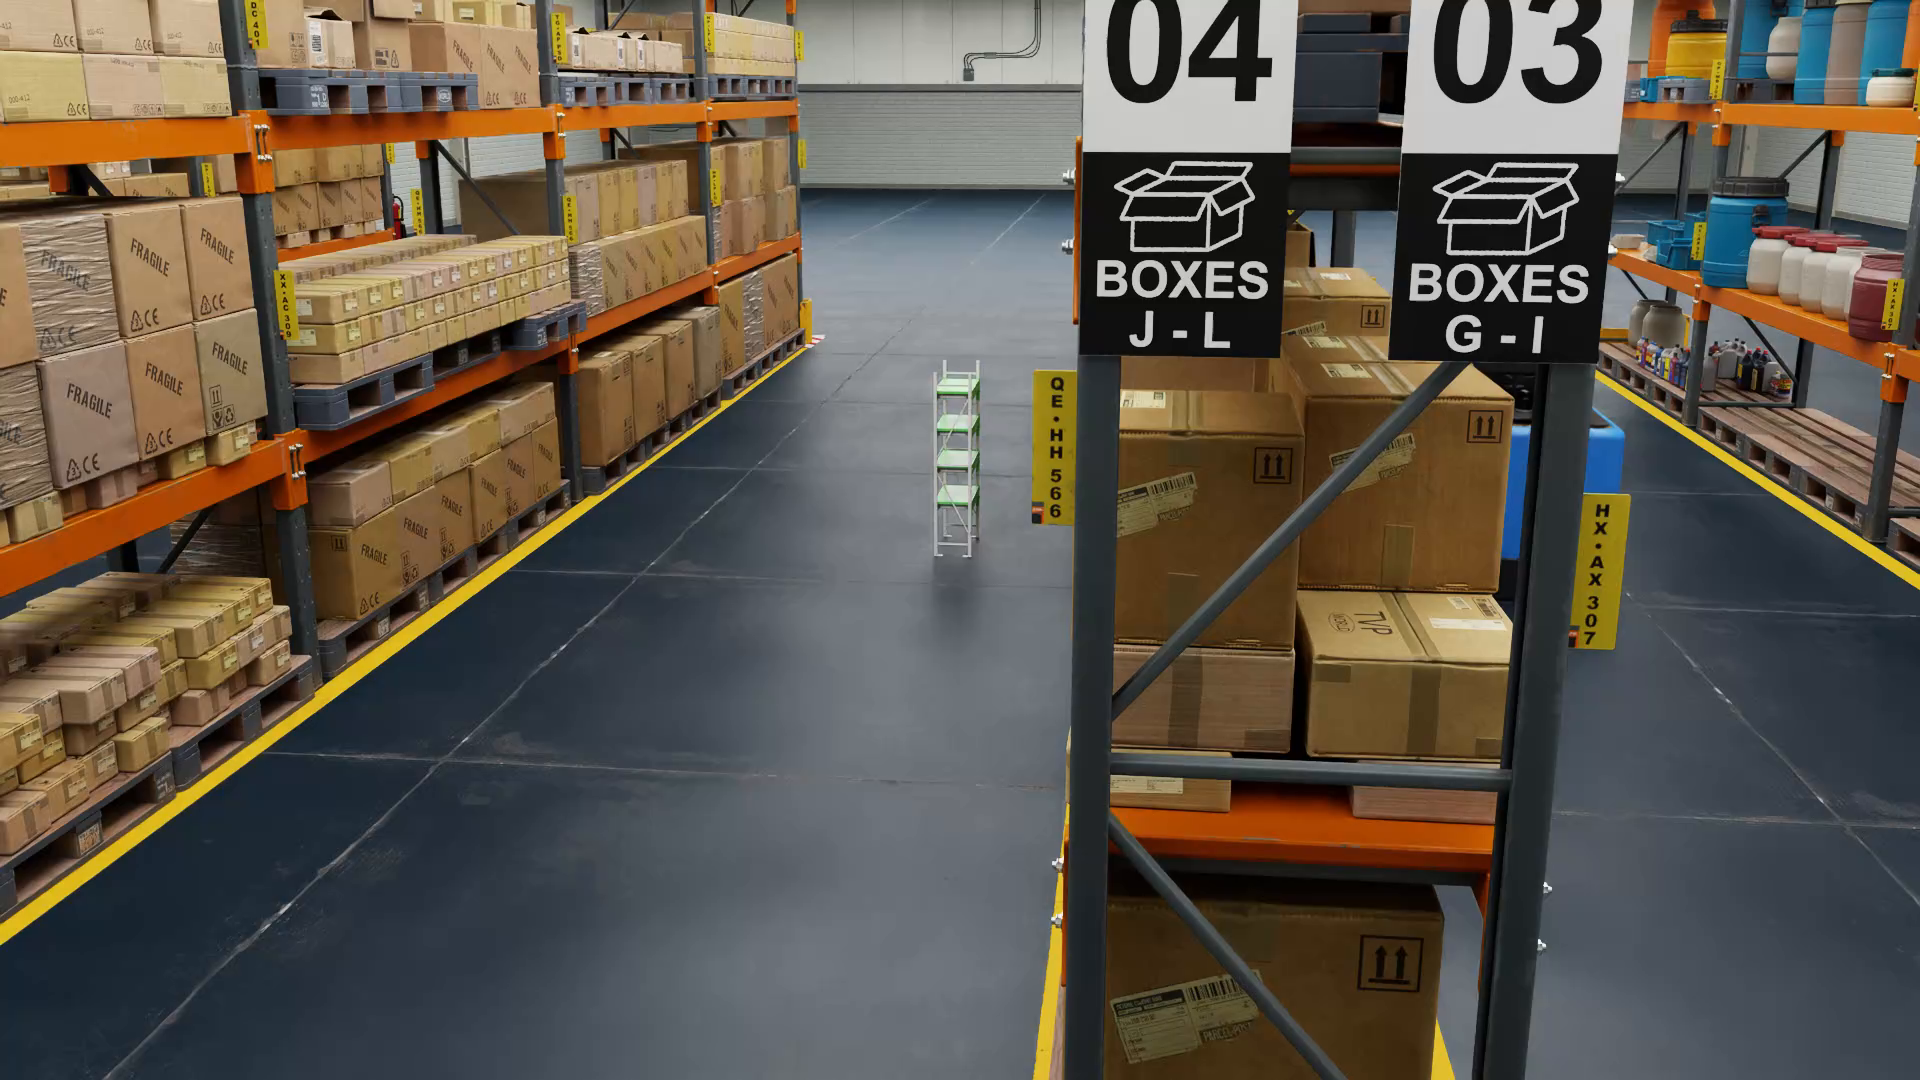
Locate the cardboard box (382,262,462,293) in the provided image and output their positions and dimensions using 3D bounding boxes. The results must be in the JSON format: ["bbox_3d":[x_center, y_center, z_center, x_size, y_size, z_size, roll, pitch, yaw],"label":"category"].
[{"bbox_3d":[-3.081,-1.499,9.496,0.380,0.149,0.250,2,15,8],"label":"cardboard box"}]

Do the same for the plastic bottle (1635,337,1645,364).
[{"bbox_3d":[6.950,-1.935,16.954,0.097,0.271,0.097,0,15,0],"label":"plastic bottle"}]

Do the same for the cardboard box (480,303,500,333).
[{"bbox_3d":[-3.025,-1.351,10.089,0.380,0.149,0.250,2,15,8],"label":"cardboard box"}]

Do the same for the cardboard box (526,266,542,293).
[{"bbox_3d":[-2.935,-1.690,10.771,0.380,0.149,0.250,2,15,8],"label":"cardboard box"}]

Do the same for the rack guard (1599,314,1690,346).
[{"bbox_3d":[7.503,-2.273,18.609,1.175,0.500,0.348,2,15,6],"label":"rack guard"}]

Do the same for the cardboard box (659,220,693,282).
[{"bbox_3d":[-2.675,-2.555,14.674,0.500,0.500,0.500,2,15,6],"label":"cardboard box"}]

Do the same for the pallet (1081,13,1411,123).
[{"bbox_3d":[0.811,-1.094,3.886,1.003,0.211,1.213,2,15,6],"label":"pallet"}]

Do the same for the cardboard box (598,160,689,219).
[{"bbox_3d":[-2.875,-3.183,15.080,0.700,0.500,0.500,1,15,5],"label":"cardboard box"}]

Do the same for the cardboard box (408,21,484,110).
[{"bbox_3d":[-3.192,-2.825,9.924,0.500,0.500,0.500,2,15,6],"label":"cardboard box"}]

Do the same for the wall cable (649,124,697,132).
[{"bbox_3d":[-8.178,-13.832,51.026,3.097,2.526,0.112,2,15,6],"label":"wall cable"}]

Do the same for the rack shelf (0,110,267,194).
[{"bbox_3d":[-3.953,-1.288,5.812,1.077,0.370,4.000,2,15,6],"label":"rack shelf"}]

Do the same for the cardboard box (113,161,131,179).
[{"bbox_3d":[-7.647,-3.303,14.822,0.380,0.149,0.250,1,15,5],"label":"cardboard box"}]

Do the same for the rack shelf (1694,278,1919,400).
[{"bbox_3d":[6.788,-1.597,12.700,1.077,0.370,4.000,2,15,6],"label":"rack shelf"}]

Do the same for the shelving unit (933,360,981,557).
[{"bbox_3d":[-0.019,-0.536,10.847,0.258,1.200,0.503,2,15,6],"label":"shelving unit"}]

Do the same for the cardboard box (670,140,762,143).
[{"bbox_3d":[-2.623,-4.031,17.965,0.875,0.550,0.550,2,15,6],"label":"cardboard box"}]

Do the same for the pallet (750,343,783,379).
[{"bbox_3d":[-2.526,-1.947,17.959,1.003,0.211,1.213,2,15,6],"label":"pallet"}]

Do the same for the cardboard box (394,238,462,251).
[{"bbox_3d":[-3.549,-1.928,11.084,0.380,0.149,0.250,1,15,5],"label":"cardboard box"}]

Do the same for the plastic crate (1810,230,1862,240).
[{"bbox_3d":[7.263,-2.359,14.018,0.402,0.464,0.583,2,15,6],"label":"plastic crate"}]

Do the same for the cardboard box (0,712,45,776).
[{"bbox_3d":[-3.653,0.750,6.161,0.380,0.149,0.250,2,15,7],"label":"cardboard box"}]

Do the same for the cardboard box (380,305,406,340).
[{"bbox_3d":[-3.170,-1.154,8.791,0.380,0.149,0.250,2,15,8],"label":"cardboard box"}]

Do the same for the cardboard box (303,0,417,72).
[{"bbox_3d":[-3.423,-2.804,9.035,0.797,0.503,0.637,1,15,6],"label":"cardboard box"}]

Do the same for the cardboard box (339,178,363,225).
[{"bbox_3d":[-7.152,-3.851,18.897,0.500,0.500,0.500,2,15,6],"label":"cardboard box"}]

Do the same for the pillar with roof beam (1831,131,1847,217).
[{"bbox_3d":[16.520,-12.249,39.222,9.100,9.000,0.400,2,15,6],"label":"pillar with roof beam"}]

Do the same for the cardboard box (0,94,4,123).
[{"bbox_3d":[-3.696,-1.557,5.716,0.500,0.250,0.500,2,15,6],"label":"cardboard box"}]

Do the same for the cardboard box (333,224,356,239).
[{"bbox_3d":[-7.101,-3.511,18.882,0.380,0.149,0.250,2,15,7],"label":"cardboard box"}]

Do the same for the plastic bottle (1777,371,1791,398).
[{"bbox_3d":[7.485,-1.428,15.081,0.097,0.271,0.097,0,15,0],"label":"plastic bottle"}]

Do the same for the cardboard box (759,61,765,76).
[{"bbox_3d":[-2.247,-4.905,17.292,0.380,0.149,0.250,2,15,7],"label":"cardboard box"}]

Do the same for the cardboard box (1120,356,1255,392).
[{"bbox_3d":[0.764,-0.588,5.871,0.500,0.500,0.500,1,15,4],"label":"cardboard box"}]

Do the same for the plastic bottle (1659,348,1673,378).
[{"bbox_3d":[6.880,-1.712,16.121,0.152,0.276,0.135,2,15,7],"label":"plastic bottle"}]

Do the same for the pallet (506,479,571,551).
[{"bbox_3d":[-3.366,-0.195,11.479,1.003,0.211,1.213,2,15,6],"label":"pallet"}]

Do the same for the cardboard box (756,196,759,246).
[{"bbox_3d":[-2.617,-3.370,17.591,0.875,0.550,0.500,2,15,6],"label":"cardboard box"}]

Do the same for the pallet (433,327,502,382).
[{"bbox_3d":[-3.459,-1.136,9.986,1.003,0.211,1.213,2,15,6],"label":"pallet"}]

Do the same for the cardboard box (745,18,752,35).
[{"bbox_3d":[-2.304,-5.158,16.703,0.380,0.149,0.250,2,15,6],"label":"cardboard box"}]

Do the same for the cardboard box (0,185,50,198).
[{"bbox_3d":[-7.820,-2.641,13.617,0.500,0.500,0.500,2,15,7],"label":"cardboard box"}]

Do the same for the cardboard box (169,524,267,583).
[{"bbox_3d":[-3.894,0.098,9.036,0.500,0.500,0.500,1,15,5],"label":"cardboard box"}]

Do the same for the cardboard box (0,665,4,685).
[{"bbox_3d":[-4.107,0.605,6.695,0.380,0.149,0.250,1,15,4],"label":"cardboard box"}]

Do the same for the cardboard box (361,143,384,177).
[{"bbox_3d":[-7.144,-4.474,19.284,0.700,0.500,0.500,1,15,5],"label":"cardboard box"}]

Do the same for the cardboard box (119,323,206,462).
[{"bbox_3d":[-3.561,-0.630,6.983,0.500,0.500,0.500,1,15,5],"label":"cardboard box"}]

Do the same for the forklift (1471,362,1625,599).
[{"bbox_3d":[3.445,-1.392,10.694,1.130,2.935,3.031,2,15,8],"label":"forklift"}]

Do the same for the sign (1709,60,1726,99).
[{"bbox_3d":[6.468,-3.934,14.202,0.100,0.325,0.005,2,15,6],"label":"sign"}]

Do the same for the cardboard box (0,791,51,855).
[{"bbox_3d":[-3.646,1.049,6.193,0.380,0.149,0.250,1,15,4],"label":"cardboard box"}]

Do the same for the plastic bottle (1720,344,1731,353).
[{"bbox_3d":[7.622,-1.808,16.478,0.152,0.276,0.135,1,15,5],"label":"plastic bottle"}]

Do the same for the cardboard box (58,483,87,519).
[{"bbox_3d":[-3.674,-0.165,6.505,0.380,0.149,0.250,1,15,5],"label":"cardboard box"}]

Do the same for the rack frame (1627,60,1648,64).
[{"bbox_3d":[7.465,-6.396,17.578,1.000,3.000,0.127,2,15,6],"label":"rack frame"}]

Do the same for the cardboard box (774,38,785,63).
[{"bbox_3d":[-2.208,-5.324,18.079,0.500,0.250,0.500,2,15,6],"label":"cardboard box"}]

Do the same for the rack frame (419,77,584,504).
[{"bbox_3d":[-3.276,-1.744,11.864,1.000,3.000,0.127,2,15,6],"label":"rack frame"}]

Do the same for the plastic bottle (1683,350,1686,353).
[{"bbox_3d":[6.962,-1.677,15.978,0.061,0.283,0.133,2,15,6],"label":"plastic bottle"}]

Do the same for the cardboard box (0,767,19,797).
[{"bbox_3d":[-3.776,0.891,6.209,0.380,0.149,0.250,2,15,9],"label":"cardboard box"}]

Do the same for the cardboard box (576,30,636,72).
[{"bbox_3d":[-2.862,-3.844,13.060,0.500,0.311,0.500,1,15,5],"label":"cardboard box"}]

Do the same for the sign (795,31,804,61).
[{"bbox_3d":[-1.836,-5.636,18.968,0.100,0.325,0.005,2,15,6],"label":"sign"}]

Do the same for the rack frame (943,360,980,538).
[{"bbox_3d":[0.009,-0.600,11.081,0.240,1.200,0.015,2,15,6],"label":"rack frame"}]

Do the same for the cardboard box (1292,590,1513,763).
[{"bbox_3d":[1.060,0.316,3.965,0.500,0.250,0.500,1,15,5],"label":"cardboard box"}]

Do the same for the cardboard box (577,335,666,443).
[{"bbox_3d":[-3.023,-1.243,13.516,1.050,0.750,0.750,2,15,7],"label":"cardboard box"}]

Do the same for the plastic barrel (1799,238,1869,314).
[{"bbox_3d":[6.556,-1.984,12.494,0.433,0.535,0.433,0,15,0],"label":"plastic barrel"}]

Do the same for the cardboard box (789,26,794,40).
[{"bbox_3d":[-2.074,-5.684,18.647,0.380,0.149,0.250,2,15,7],"label":"cardboard box"}]

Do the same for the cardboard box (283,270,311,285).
[{"bbox_3d":[-3.786,-1.390,9.091,0.380,0.149,0.250,2,15,6],"label":"cardboard box"}]

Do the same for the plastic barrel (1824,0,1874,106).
[{"bbox_3d":[7.098,-3.845,12.928,0.600,0.901,0.600,0,15,0],"label":"plastic barrel"}]
